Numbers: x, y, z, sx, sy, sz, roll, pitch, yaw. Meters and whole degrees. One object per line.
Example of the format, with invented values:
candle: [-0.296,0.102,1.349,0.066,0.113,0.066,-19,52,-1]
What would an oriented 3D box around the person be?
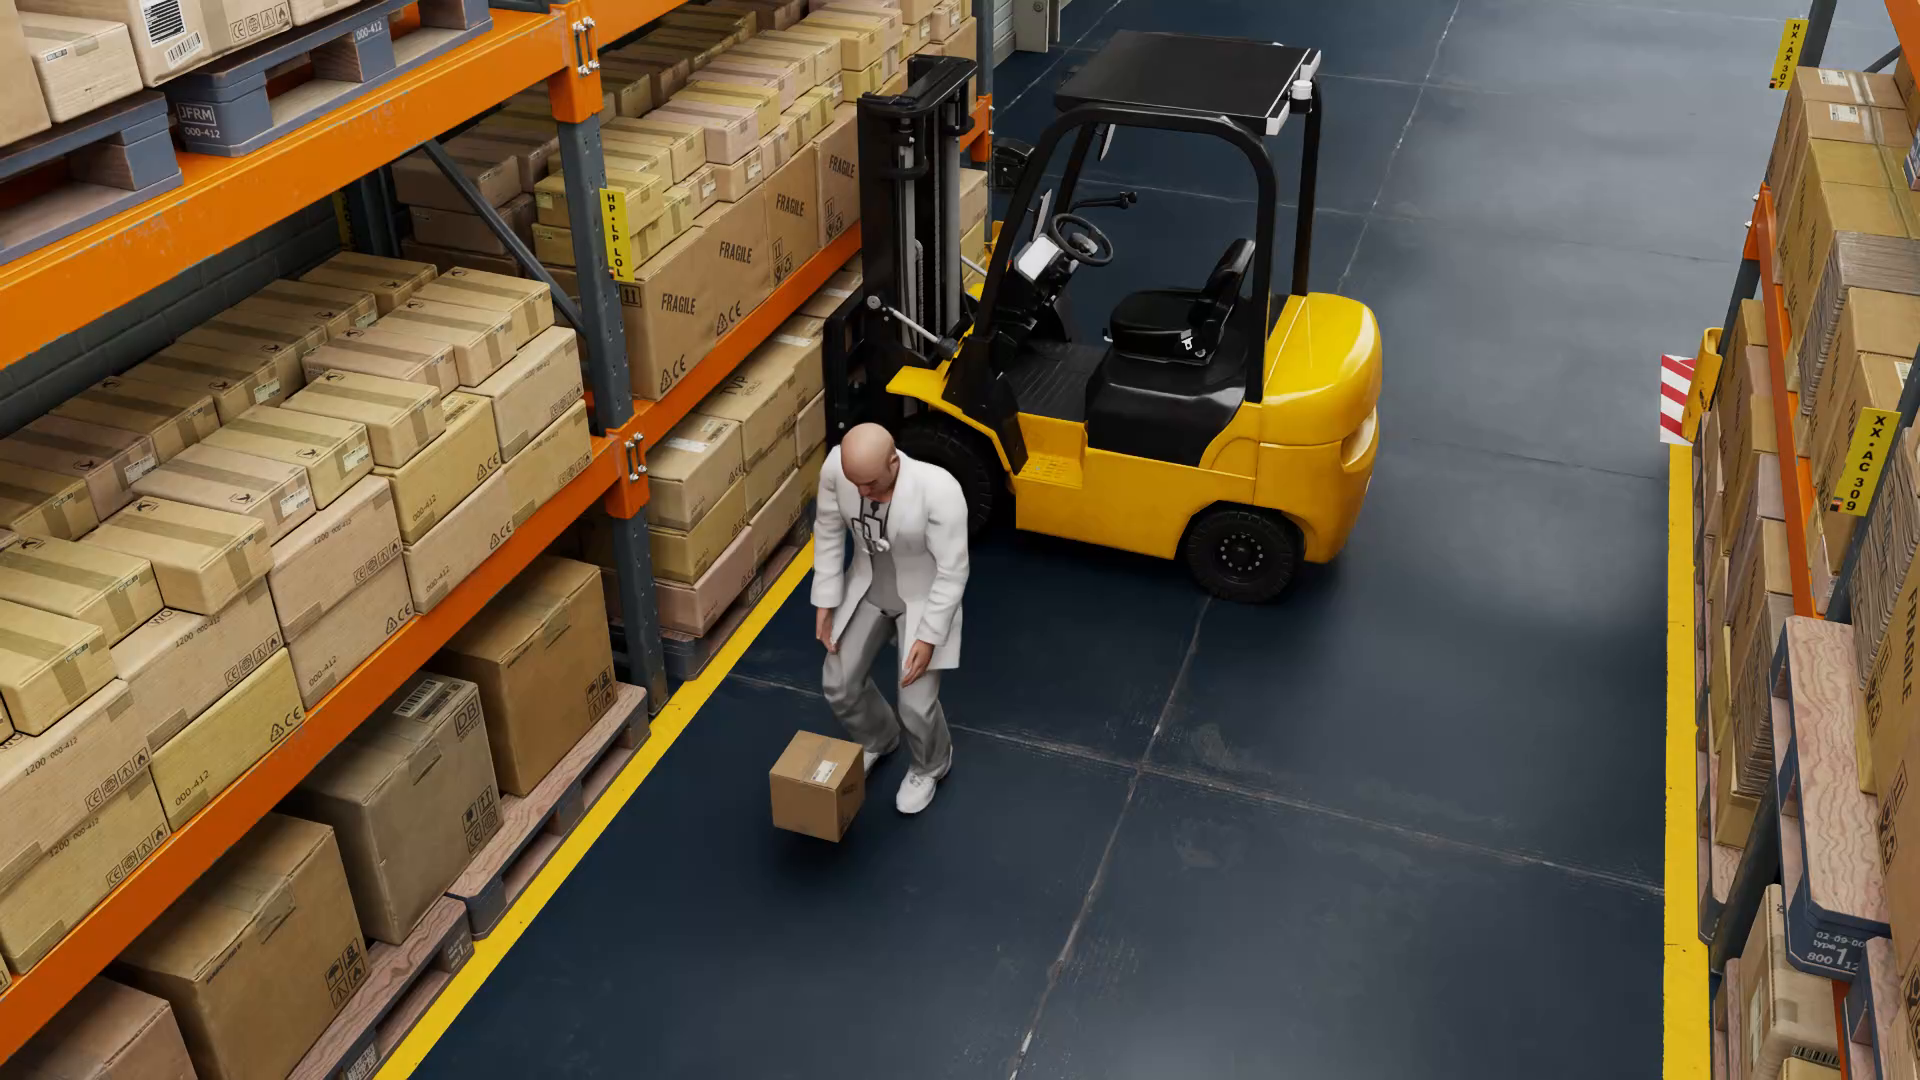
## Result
person: [-0.225,0.237,5.928,0.615,1.634,0.539,18,37,25]
